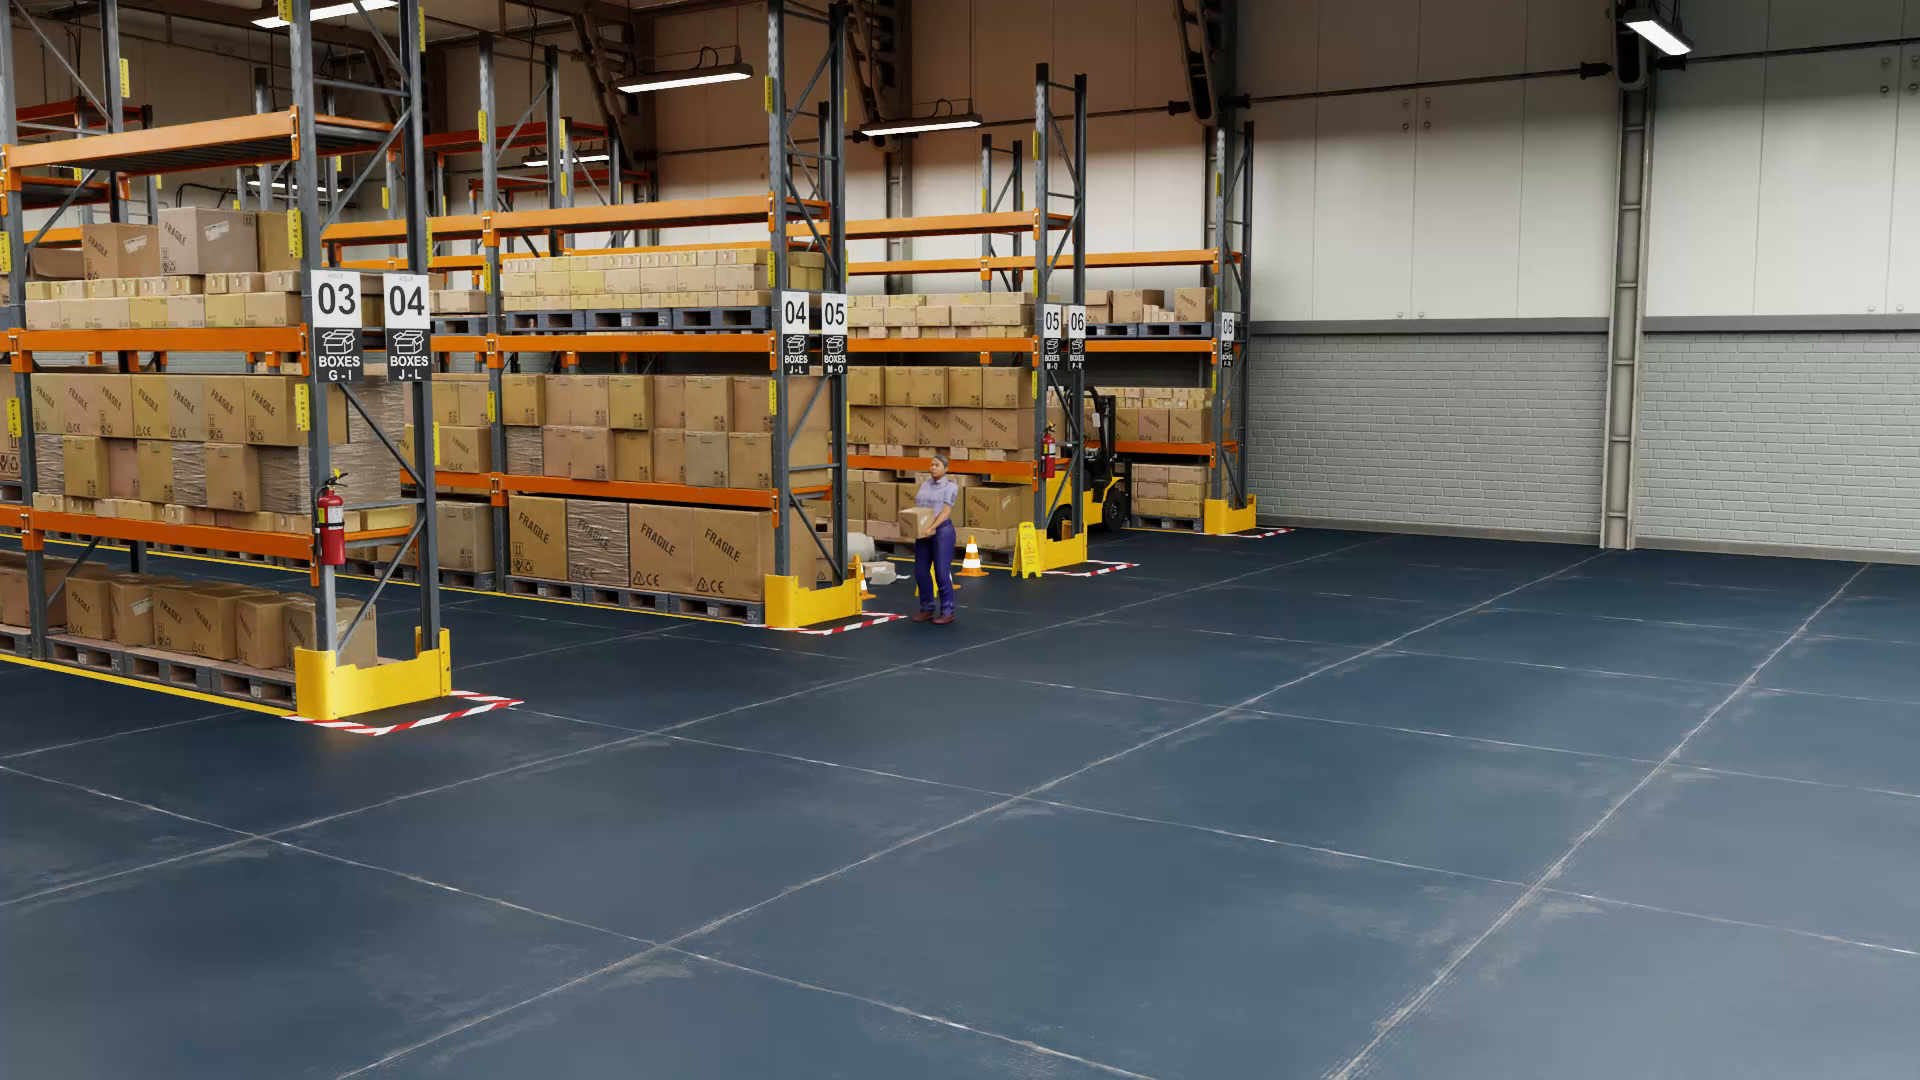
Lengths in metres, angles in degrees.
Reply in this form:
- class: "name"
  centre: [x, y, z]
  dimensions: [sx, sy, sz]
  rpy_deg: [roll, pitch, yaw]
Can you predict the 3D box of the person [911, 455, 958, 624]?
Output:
- class: "person"
  centre: [-0.294, -0.009, 16.207]
  dimensions: [0.453, 1.637, 0.517]
  rpy_deg: [5, 8, 40]
